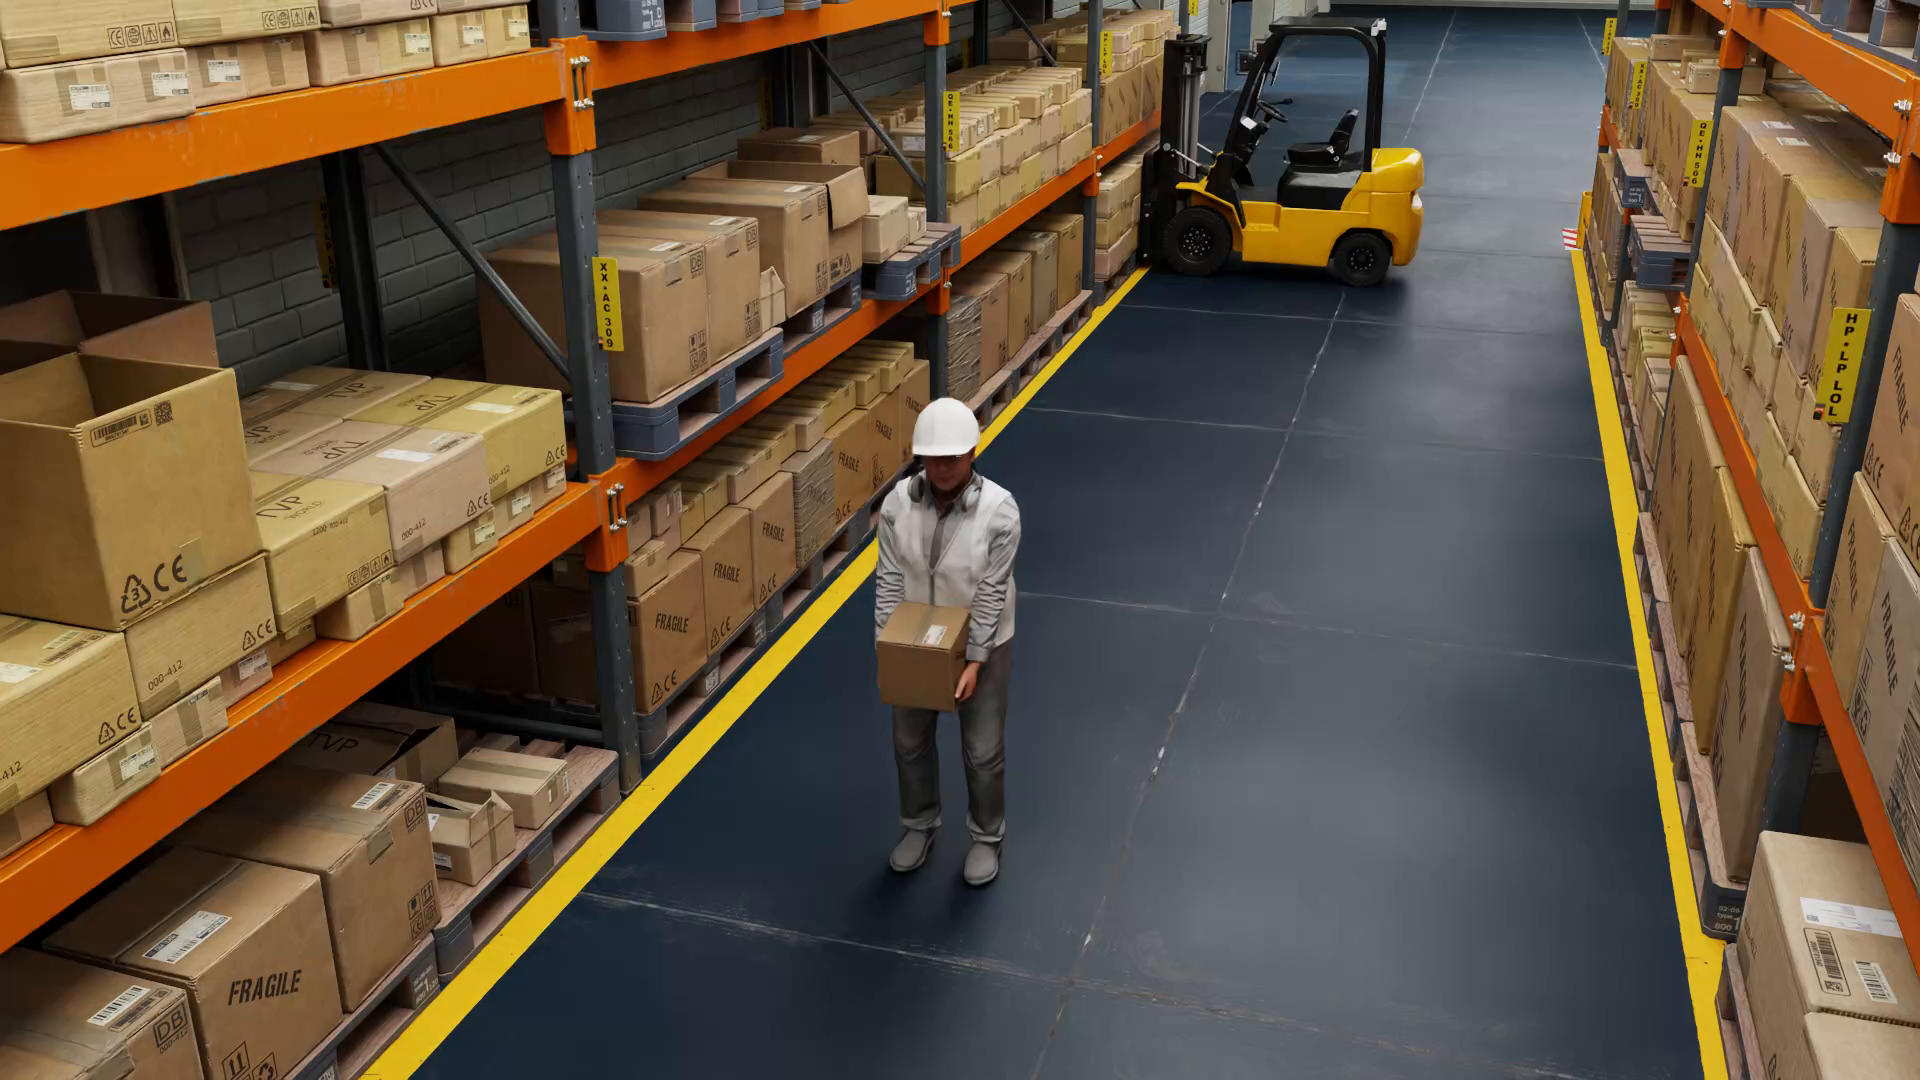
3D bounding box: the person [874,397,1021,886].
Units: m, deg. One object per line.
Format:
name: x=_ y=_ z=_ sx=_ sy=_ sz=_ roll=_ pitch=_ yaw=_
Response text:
person: x=-0.043 y=0.367 z=5.653 sx=0.487 sy=1.765 sz=0.577 roll=6 pitch=23 yaw=15
